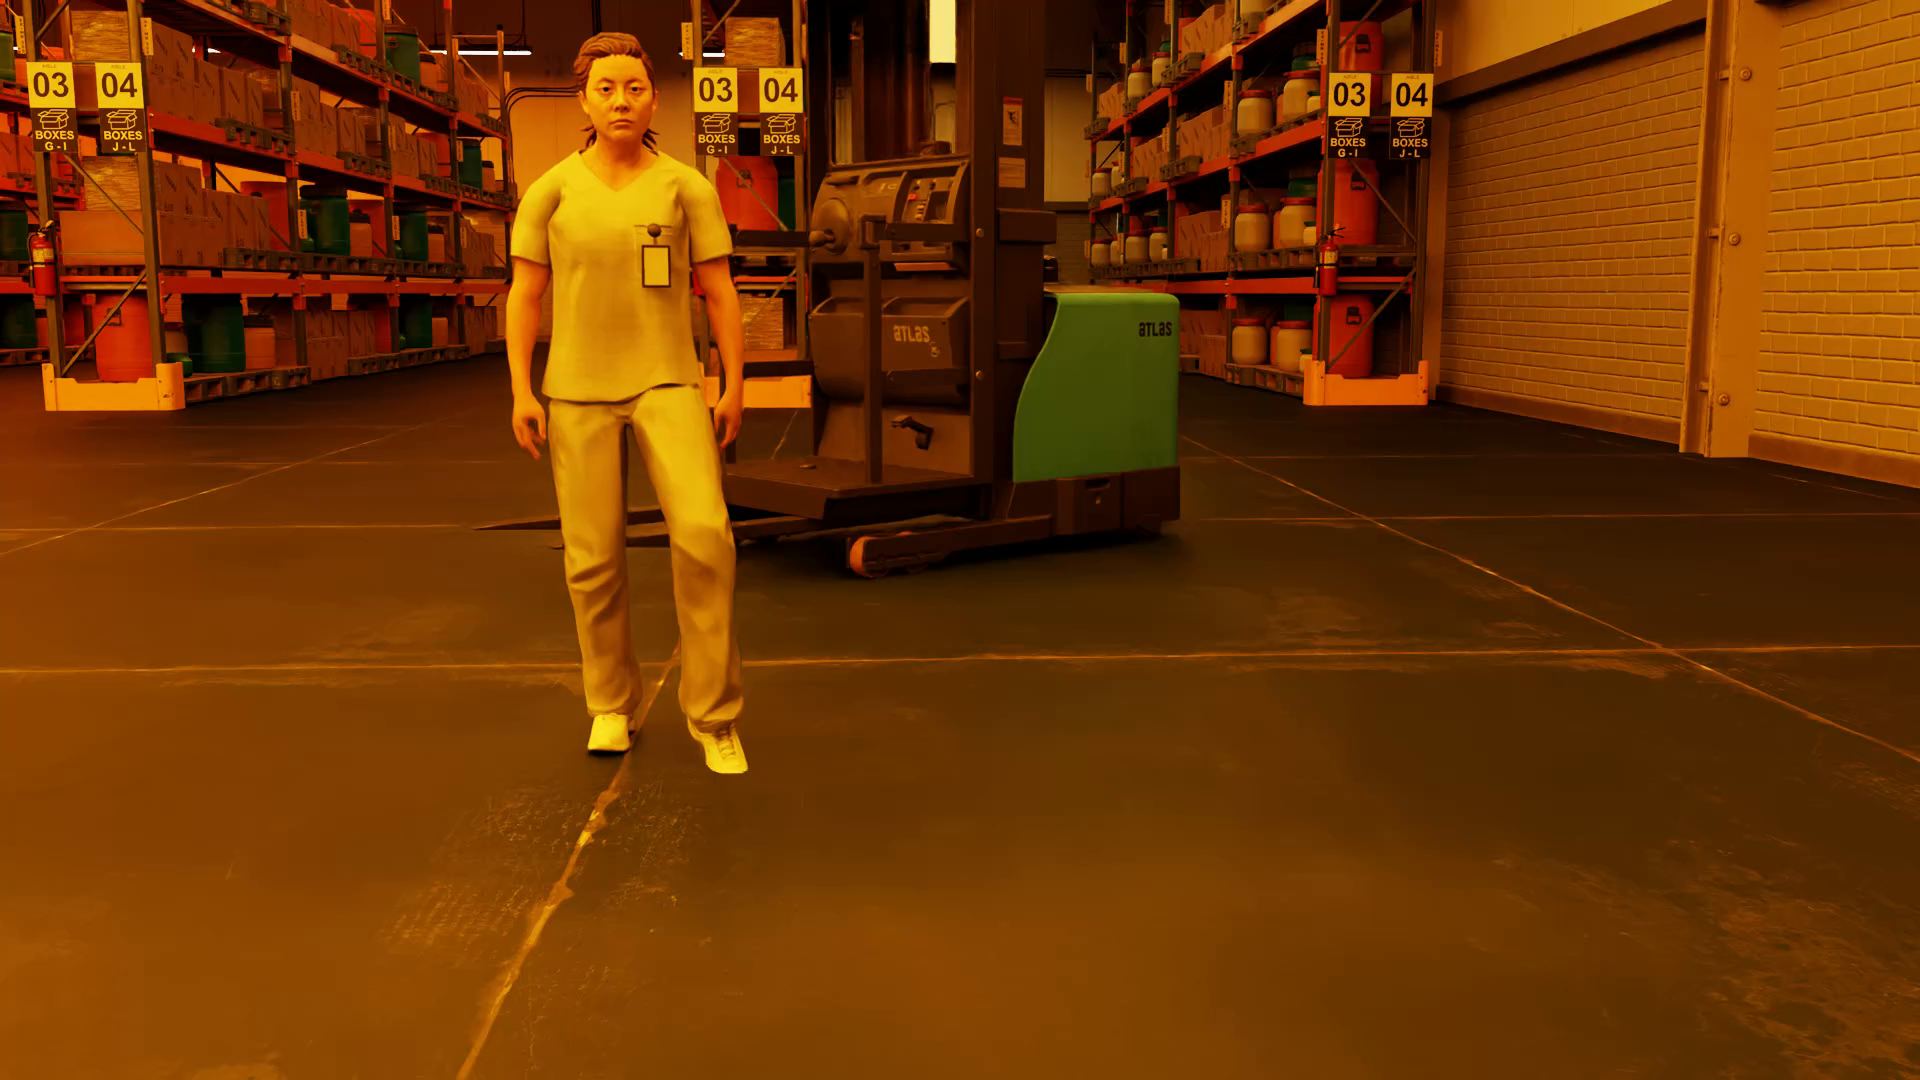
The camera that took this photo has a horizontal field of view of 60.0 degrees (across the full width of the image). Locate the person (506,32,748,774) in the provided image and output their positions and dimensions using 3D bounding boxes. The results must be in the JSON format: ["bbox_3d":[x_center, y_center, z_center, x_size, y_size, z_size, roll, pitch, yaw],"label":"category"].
[{"bbox_3d":[-0.764,-0.287,3.822,0.537,1.710,0.498,-1,9,-8],"label":"person"}]

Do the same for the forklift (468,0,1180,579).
[{"bbox_3d":[-0.455,-1.388,6.677,3.031,2.935,1.130,-7,11,-41],"label":"forklift"}]
